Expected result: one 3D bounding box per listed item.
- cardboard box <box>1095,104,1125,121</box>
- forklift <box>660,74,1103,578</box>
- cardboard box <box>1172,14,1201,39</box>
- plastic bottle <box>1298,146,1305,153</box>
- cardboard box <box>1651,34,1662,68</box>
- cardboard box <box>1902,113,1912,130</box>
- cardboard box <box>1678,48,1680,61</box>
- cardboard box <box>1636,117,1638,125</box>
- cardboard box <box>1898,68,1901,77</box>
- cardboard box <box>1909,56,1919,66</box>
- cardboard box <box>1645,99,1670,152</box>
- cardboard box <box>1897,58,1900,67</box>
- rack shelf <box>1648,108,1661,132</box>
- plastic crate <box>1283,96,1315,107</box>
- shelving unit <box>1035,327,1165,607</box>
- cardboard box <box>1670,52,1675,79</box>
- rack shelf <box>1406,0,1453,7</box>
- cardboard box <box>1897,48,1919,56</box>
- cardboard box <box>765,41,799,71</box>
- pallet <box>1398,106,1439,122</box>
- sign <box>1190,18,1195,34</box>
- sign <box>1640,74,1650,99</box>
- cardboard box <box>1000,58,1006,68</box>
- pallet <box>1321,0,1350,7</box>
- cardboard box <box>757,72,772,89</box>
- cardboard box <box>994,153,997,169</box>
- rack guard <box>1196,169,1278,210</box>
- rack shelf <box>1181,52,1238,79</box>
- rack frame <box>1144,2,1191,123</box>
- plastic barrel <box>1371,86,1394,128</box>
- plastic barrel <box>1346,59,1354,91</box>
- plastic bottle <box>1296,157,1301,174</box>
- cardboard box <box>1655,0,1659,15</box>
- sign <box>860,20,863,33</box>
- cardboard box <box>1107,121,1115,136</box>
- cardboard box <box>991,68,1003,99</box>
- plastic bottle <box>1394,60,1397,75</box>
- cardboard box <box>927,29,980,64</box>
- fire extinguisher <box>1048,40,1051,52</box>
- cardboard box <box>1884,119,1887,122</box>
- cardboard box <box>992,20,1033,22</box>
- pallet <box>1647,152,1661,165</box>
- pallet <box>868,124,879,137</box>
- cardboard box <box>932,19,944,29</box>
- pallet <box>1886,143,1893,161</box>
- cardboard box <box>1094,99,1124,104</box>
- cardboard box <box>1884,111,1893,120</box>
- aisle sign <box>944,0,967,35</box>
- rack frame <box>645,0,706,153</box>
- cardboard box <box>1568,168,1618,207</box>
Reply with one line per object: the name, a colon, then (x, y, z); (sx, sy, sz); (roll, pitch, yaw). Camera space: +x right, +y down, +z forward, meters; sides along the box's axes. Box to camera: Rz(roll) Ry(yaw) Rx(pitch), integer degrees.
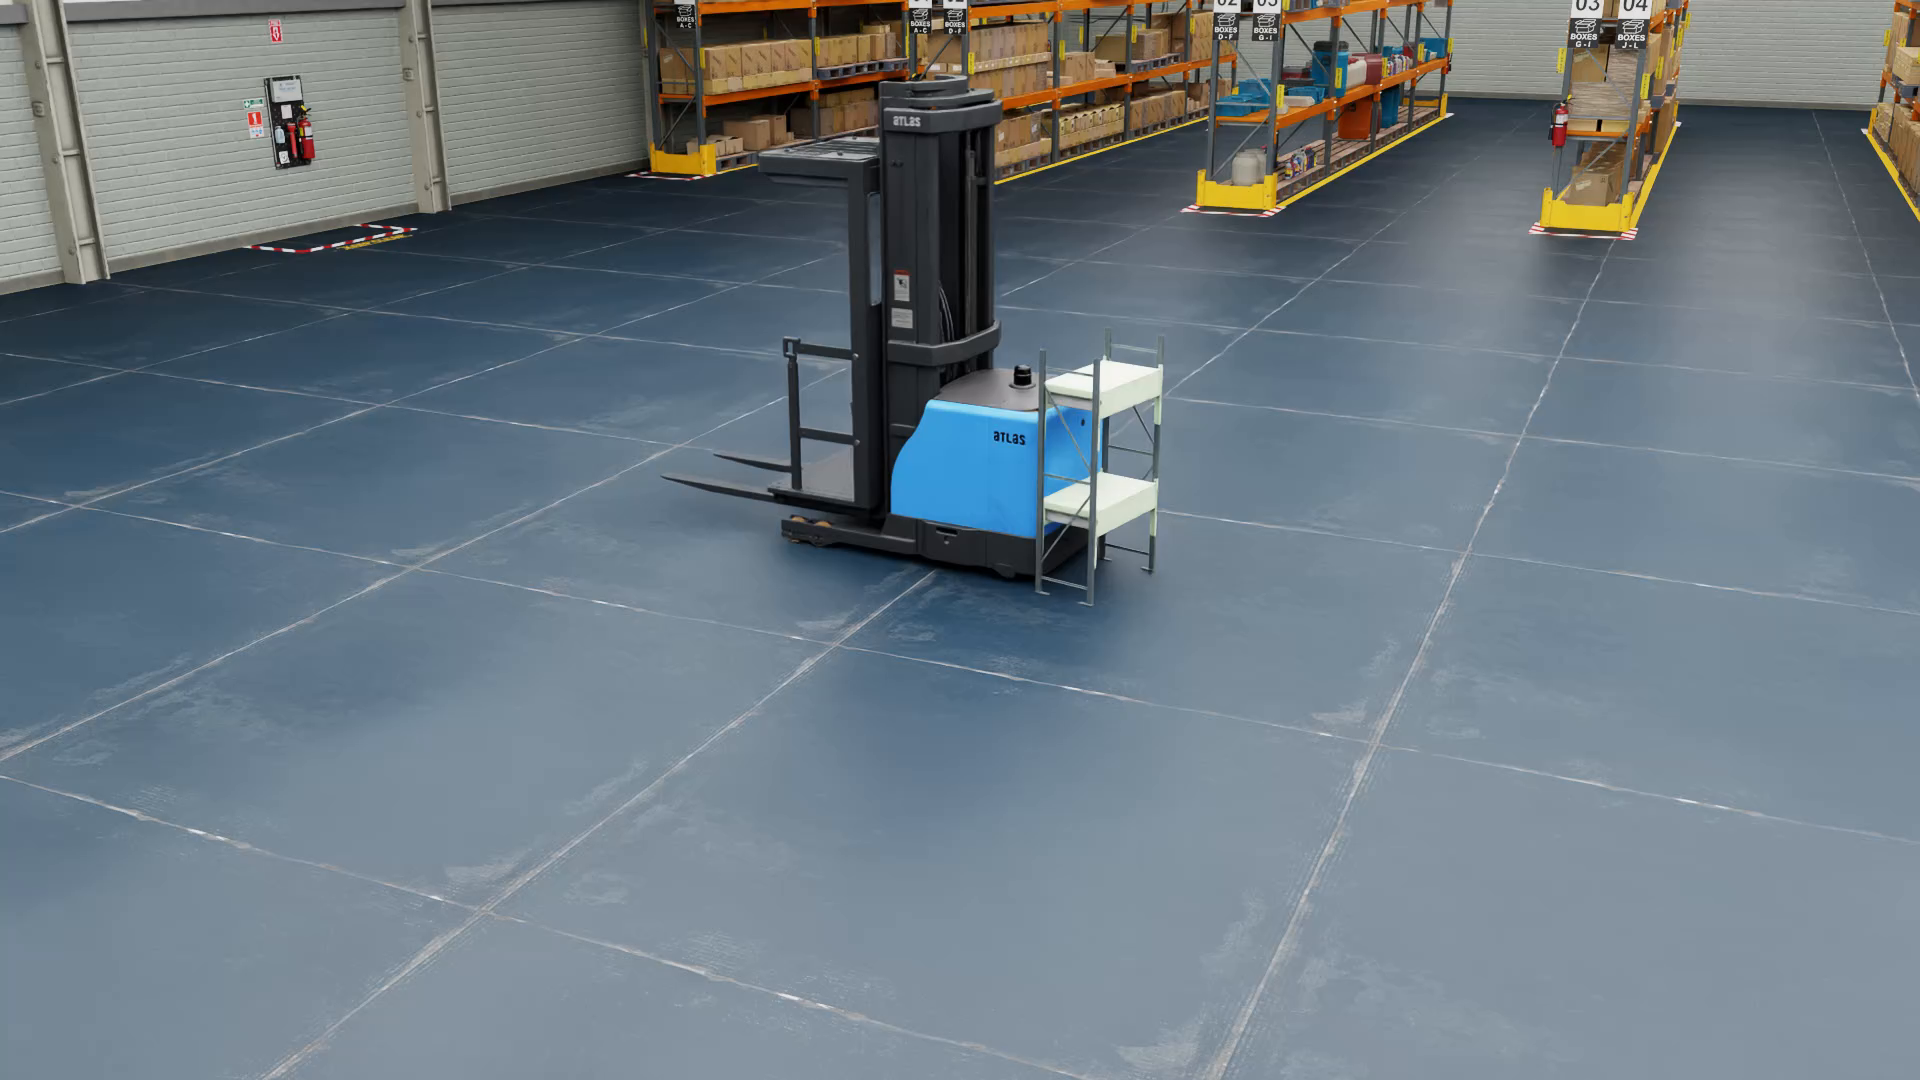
cardboard box: (2.958, -8.543, 33.155); (0.500, 0.311, 0.500); (9, 22, 24)
forklift: (-0.596, -1.479, 10.752); (3.031, 2.935, 1.130); (10, 22, 26)
cardboard box: (5.035, -11.417, 36.954); (0.500, 0.500, 0.500); (9, 22, 24)
plastic bottle: (5.695, -6.410, 27.812); (0.144, 0.351, 0.185); (9, 21, 23)
cardboard box: (10.412, -7.471, 25.413); (0.500, 0.500, 0.500); (9, 21, 23)
cardboard box: (16.705, -7.273, 28.928); (0.500, 0.250, 0.500); (9, 21, 23)
cardboard box: (14.887, -10.230, 35.038); (0.500, 0.250, 0.500); (8, 21, 21)
cardboard box: (9.470, -6.004, 23.749); (0.380, 0.149, 0.250); (9, 21, 23)
cardboard box: (16.995, -8.344, 29.703); (0.380, 0.149, 0.250); (8, 21, 22)
cardboard box: (16.250, -8.071, 28.048); (0.380, 0.149, 0.250); (8, 21, 21)
cardboard box: (12.285, -7.615, 30.450); (1.225, 0.875, 0.875); (8, 21, 20)
cardboard box: (17.209, -8.646, 30.108); (0.380, 0.149, 0.250); (8, 21, 20)
rack shelf: (11.165, -7.260, 27.980); (1.077, 0.370, 4.000); (9, 21, 23)
plastic crate: (5.393, -7.012, 26.602); (0.530, 0.136, 0.437); (9, 21, 23)
shelving unit: (0.839, -0.451, 9.999); (0.431, 1.500, 0.755); (14, 24, 34)
cardboard box: (13.470, -9.150, 32.070); (0.500, 0.500, 0.500); (9, 22, 24)
rack shelf: (9.922, -11.798, 36.265); (1.077, 0.370, 4.000); (9, 21, 23)
cardboard box: (17.416, -8.938, 30.485); (0.380, 0.149, 0.250); (9, 22, 24)
cardboard box: (-3.322, -8.978, 30.813); (0.500, 0.500, 0.500); (8, 21, 22)
pallet: (10.368, -9.775, 38.140); (1.003, 0.211, 1.213); (9, 21, 23)
sign: (5.093, -11.264, 36.437); (0.100, 0.325, 0.005); (9, 21, 23)
sign: (9.203, -6.098, 22.348); (0.100, 0.325, 0.005); (9, 21, 23)
cardboard box: (0.554, -7.962, 27.764); (0.380, 0.149, 0.250); (8, 21, 22)
pallet: (5.621, -8.758, 26.923); (1.213, 0.211, 1.003); (9, 21, 23)
cardboard box: (-3.737, -8.318, 30.075); (0.500, 0.250, 0.500); (9, 21, 23)
cardboard box: (0.296, -6.314, 27.724); (0.500, 0.250, 0.500); (9, 21, 23)
rack guard: (4.177, -5.296, 25.115); (1.175, 0.500, 0.348); (9, 21, 23)
rack shelf: (5.405, -11.066, 38.682); (1.077, 0.370, 4.000); (9, 21, 23)
rack frame: (4.586, -10.794, 36.842); (1.000, 3.000, 0.127); (9, 21, 23)
plastic barrel: (8.575, -8.942, 34.140); (0.600, 0.901, 0.708); (9, 21, 23)
plastic barrel: (6.719, -8.218, 29.397); (0.433, 0.535, 0.433); (0, 20, 0)
plastic bottle: (5.480, -6.075, 26.990); (0.097, 0.271, 0.097); (0, 20, 0)
cardboard box: (9.553, -7.529, 23.409); (0.500, 0.250, 0.500); (8, 21, 22)
sign: (-2.081, -10.870, 35.329); (0.100, 0.325, 0.005); (9, 21, 23)
cardboard box: (2.747, -8.121, 32.804); (0.500, 0.250, 0.500); (8, 21, 22)
cardboard box: (0.294, -7.625, 27.785); (0.700, 0.500, 0.500); (9, 21, 23)
plastic bottle: (8.677, -9.438, 33.205); (0.061, 0.283, 0.133); (9, 21, 23)
cardboard box: (-0.104, -7.941, 26.735); (0.700, 0.500, 0.500); (9, 21, 23)
fire extinguisher: (2.185, -12.466, 42.216); (0.296, 0.674, 0.183); (9, 21, 23)
cardboard box: (18.885, -8.494, 33.559); (0.380, 0.149, 0.250); (7, 21, 20)
cardboard box: (1.215, -12.455, 41.066); (0.980, 0.700, 0.700); (8, 21, 22)
pallet: (12.375, -7.127, 30.695); (1.003, 0.211, 1.213); (9, 21, 23)
pallet: (-1.895, -8.697, 35.108); (1.003, 0.211, 1.213); (9, 21, 23)
cardboard box: (-0.528, -11.377, 36.742); (0.500, 0.250, 0.500); (8, 21, 22)
pallet: (17.788, -7.170, 30.814); (1.003, 0.211, 1.213); (9, 21, 23)
cardboard box: (3.116, -8.918, 34.644); (0.500, 0.500, 0.500); (9, 22, 25)
cardboard box: (18.381, -8.326, 32.643); (0.380, 0.149, 0.250); (7, 21, 20)
aisle sign: (-0.076, -8.288, 25.917); (0.394, 0.787, 0.004); (9, 21, 23)
rack frame: (-4.849, -7.804, 28.435); (1.000, 3.000, 0.127); (9, 21, 23)
cardboard box: (8.979, -4.974, 23.581); (0.500, 0.500, 0.500); (13, 23, 33)
